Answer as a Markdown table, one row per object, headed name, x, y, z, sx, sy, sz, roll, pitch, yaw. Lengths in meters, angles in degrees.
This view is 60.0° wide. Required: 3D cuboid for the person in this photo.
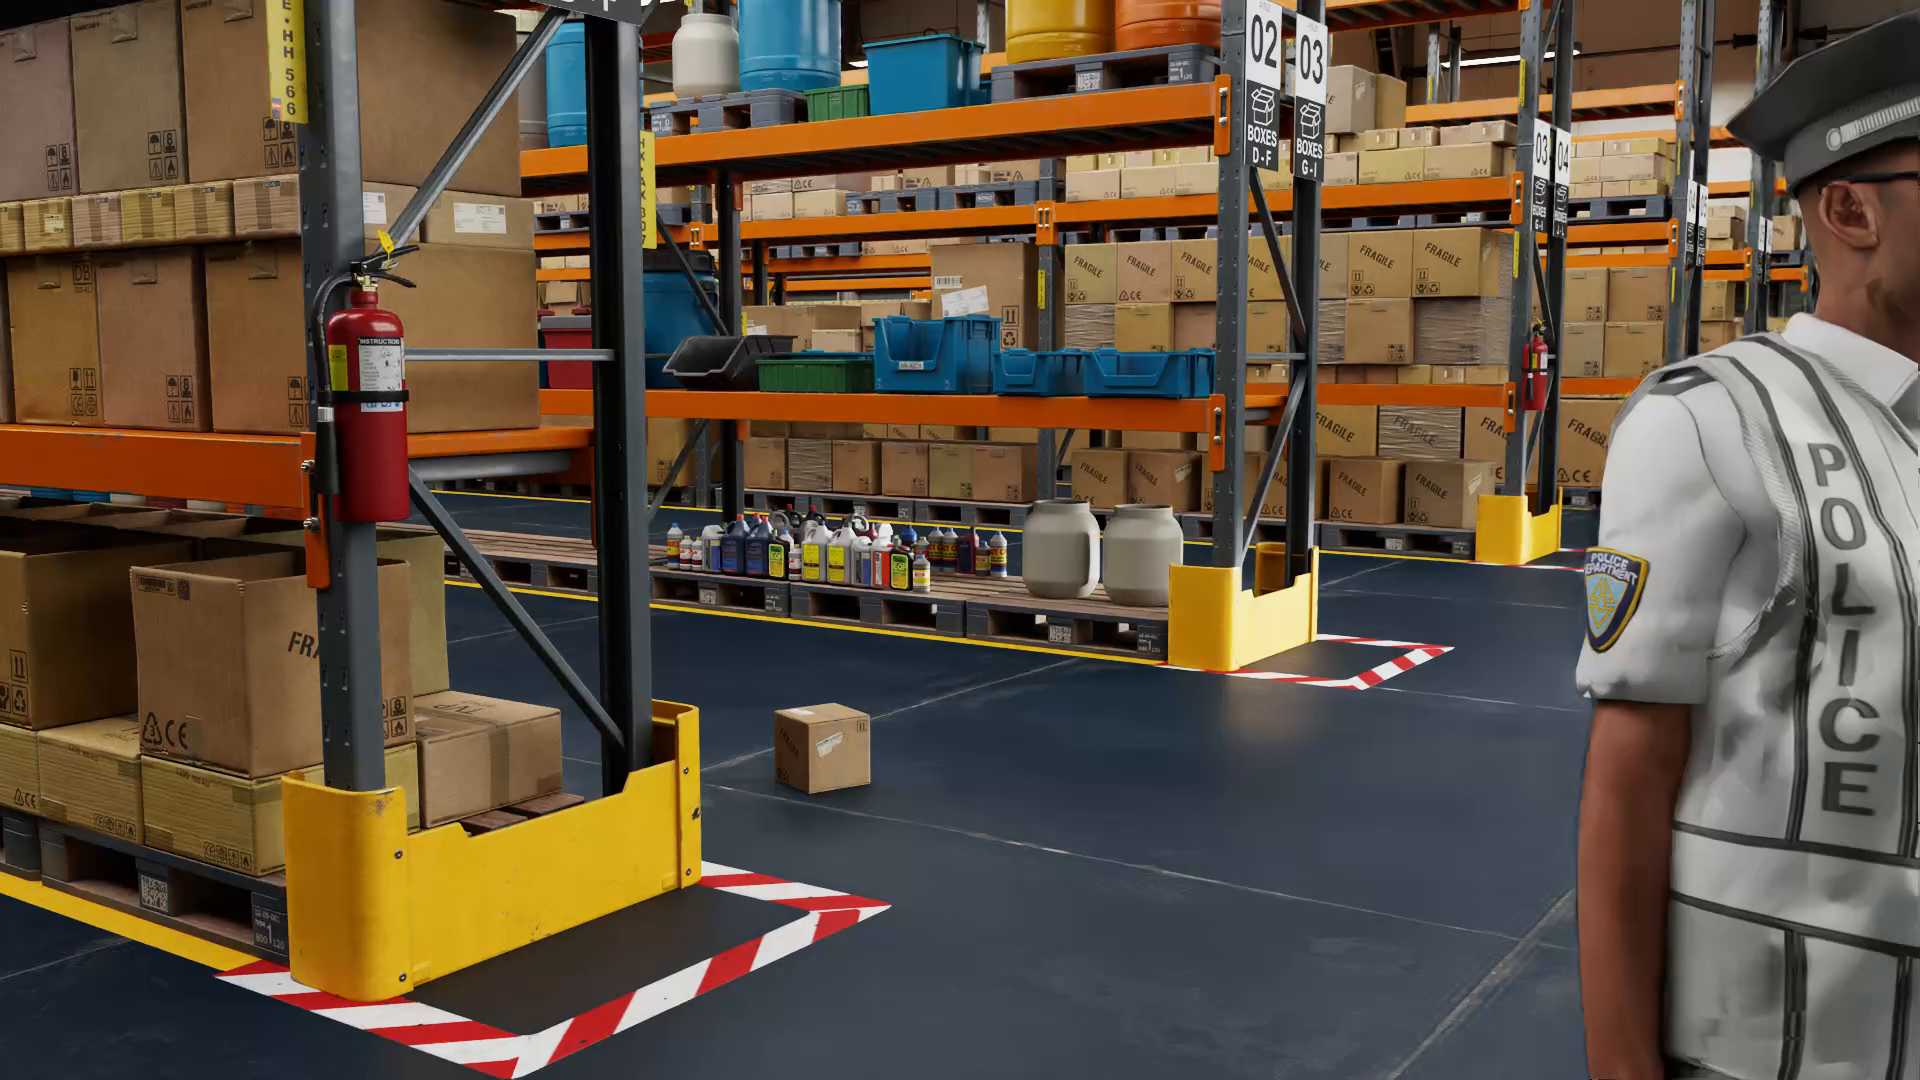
| name | x | y | z | sx | sy | sz | roll | pitch | yaw |
| --- | --- | --- | --- | --- | --- | --- | --- | --- | --- |
| person | 0.794 | 0.449 | 1.360 | 0.579 | 1.765 | 0.614 | -1 | 6 | -11 |
